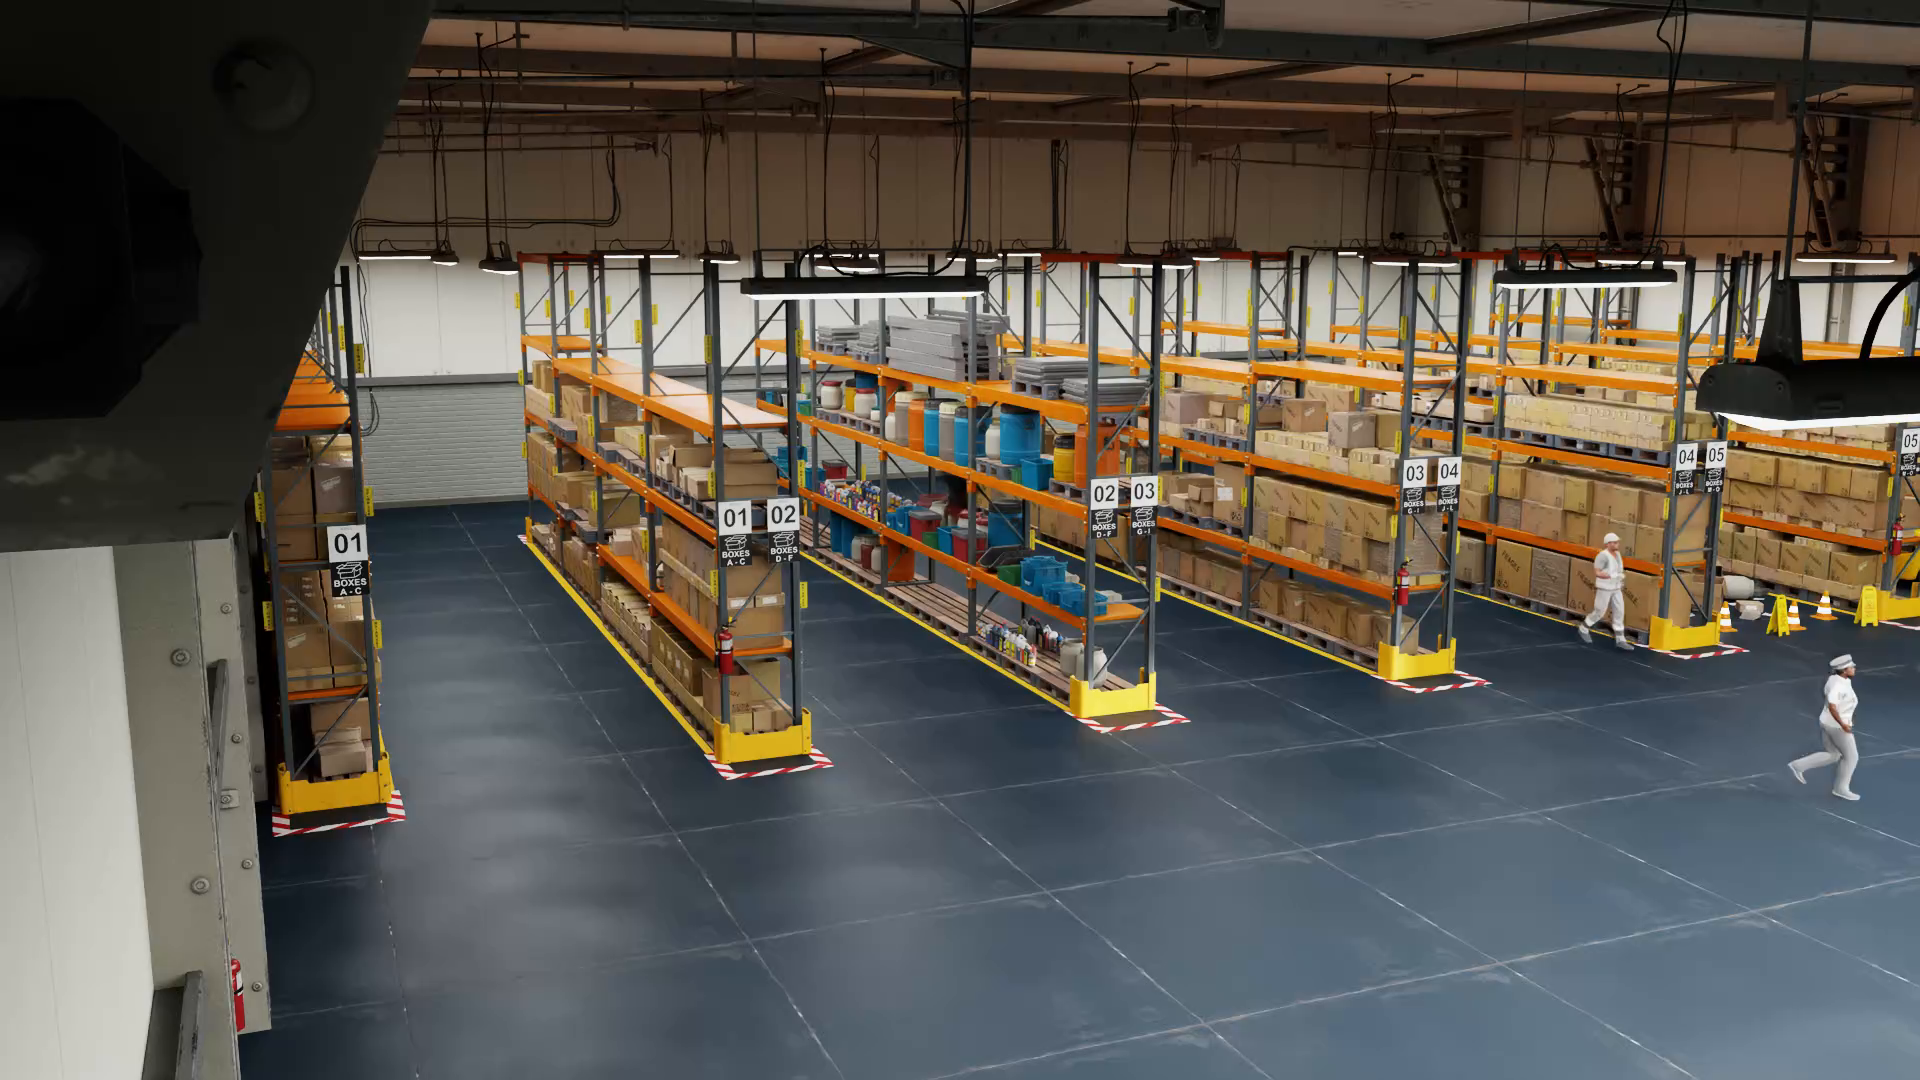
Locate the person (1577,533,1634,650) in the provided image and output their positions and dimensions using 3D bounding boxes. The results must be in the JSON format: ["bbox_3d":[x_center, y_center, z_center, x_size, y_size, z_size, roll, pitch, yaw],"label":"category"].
[{"bbox_3d":[10.013,0.762,25.682,0.665,1.770,0.928,-6,12,-31],"label":"person"}]

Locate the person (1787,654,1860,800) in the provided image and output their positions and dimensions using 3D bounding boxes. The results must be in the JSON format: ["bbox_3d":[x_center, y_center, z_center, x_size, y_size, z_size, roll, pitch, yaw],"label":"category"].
[{"bbox_3d":[9.913,2.116,18.927,0.740,1.679,0.597,2,11,12],"label":"person"}]

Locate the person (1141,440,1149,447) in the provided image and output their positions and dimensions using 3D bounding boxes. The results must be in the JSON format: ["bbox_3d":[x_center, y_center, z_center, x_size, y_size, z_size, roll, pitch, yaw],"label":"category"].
[{"bbox_3d":[4.726,-1.992,41.372,0.789,1.709,0.573,-6,12,-30],"label":"person"}]
